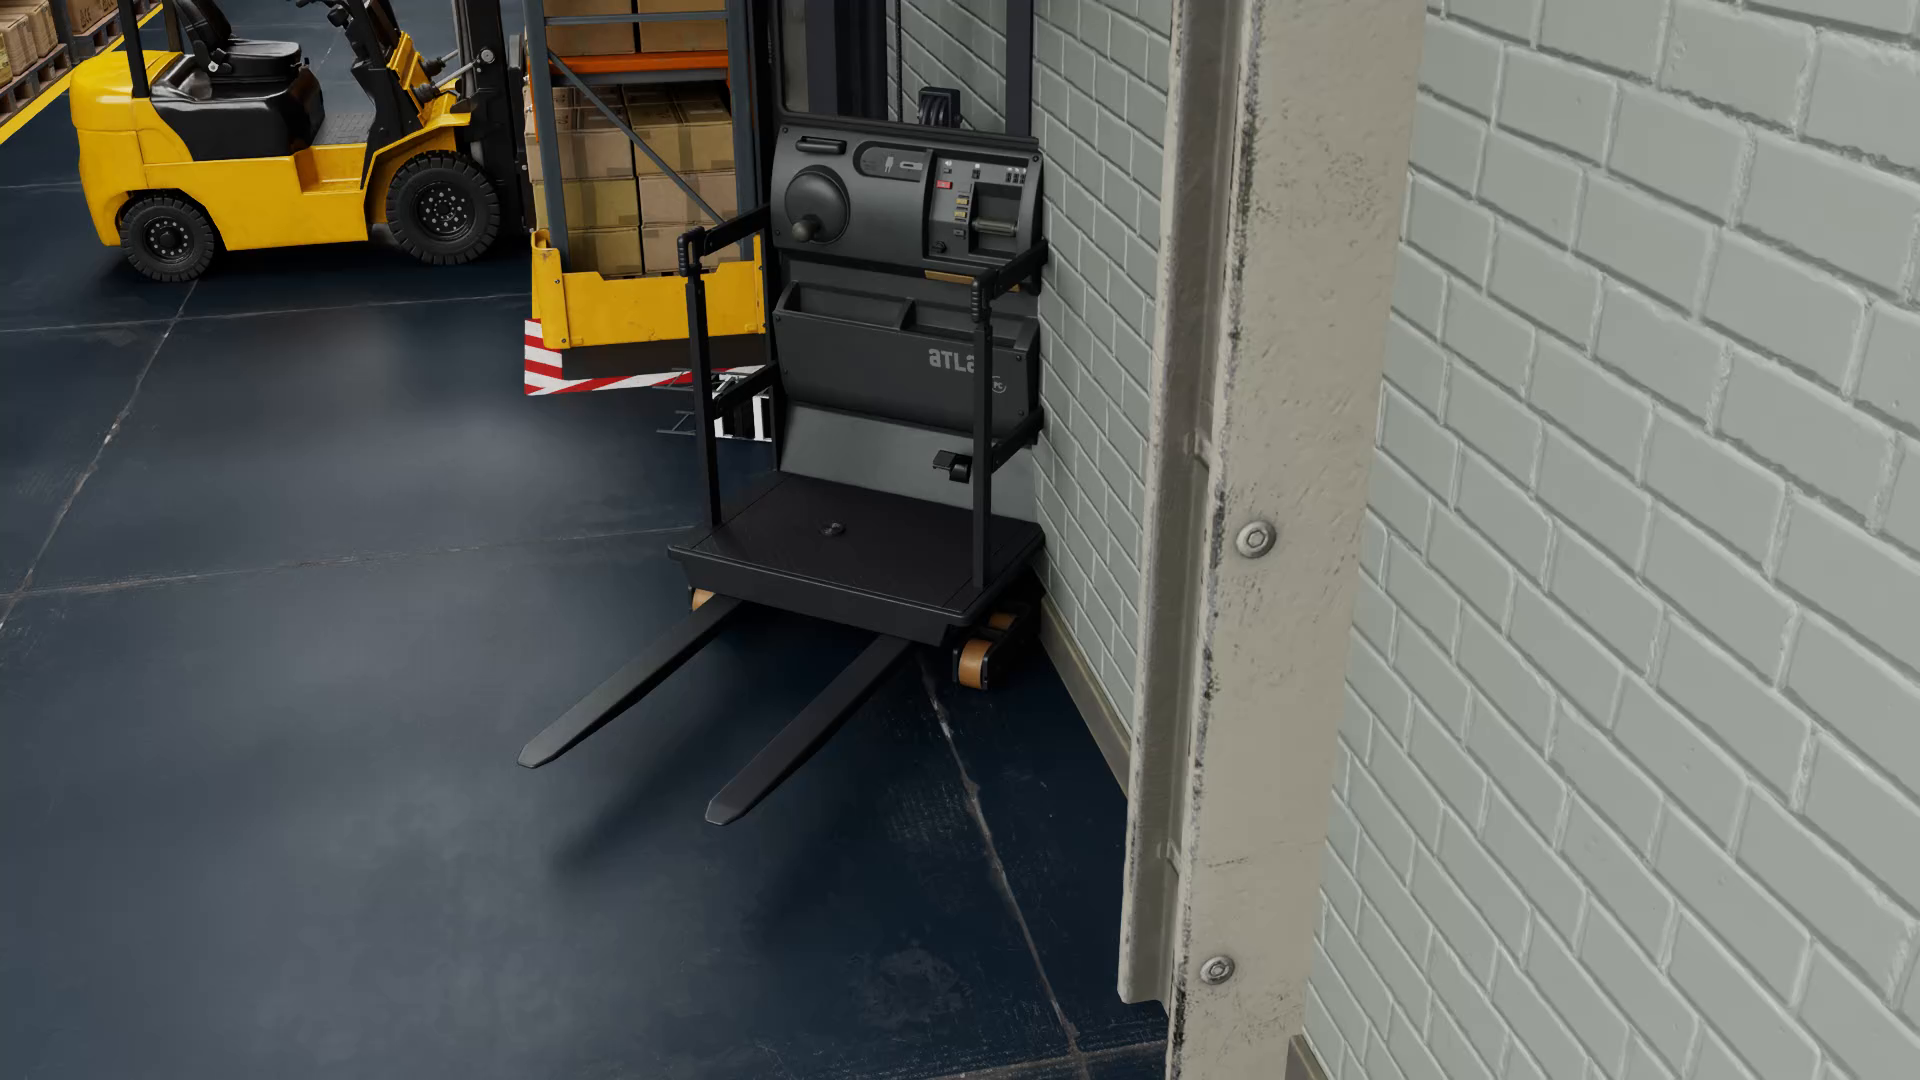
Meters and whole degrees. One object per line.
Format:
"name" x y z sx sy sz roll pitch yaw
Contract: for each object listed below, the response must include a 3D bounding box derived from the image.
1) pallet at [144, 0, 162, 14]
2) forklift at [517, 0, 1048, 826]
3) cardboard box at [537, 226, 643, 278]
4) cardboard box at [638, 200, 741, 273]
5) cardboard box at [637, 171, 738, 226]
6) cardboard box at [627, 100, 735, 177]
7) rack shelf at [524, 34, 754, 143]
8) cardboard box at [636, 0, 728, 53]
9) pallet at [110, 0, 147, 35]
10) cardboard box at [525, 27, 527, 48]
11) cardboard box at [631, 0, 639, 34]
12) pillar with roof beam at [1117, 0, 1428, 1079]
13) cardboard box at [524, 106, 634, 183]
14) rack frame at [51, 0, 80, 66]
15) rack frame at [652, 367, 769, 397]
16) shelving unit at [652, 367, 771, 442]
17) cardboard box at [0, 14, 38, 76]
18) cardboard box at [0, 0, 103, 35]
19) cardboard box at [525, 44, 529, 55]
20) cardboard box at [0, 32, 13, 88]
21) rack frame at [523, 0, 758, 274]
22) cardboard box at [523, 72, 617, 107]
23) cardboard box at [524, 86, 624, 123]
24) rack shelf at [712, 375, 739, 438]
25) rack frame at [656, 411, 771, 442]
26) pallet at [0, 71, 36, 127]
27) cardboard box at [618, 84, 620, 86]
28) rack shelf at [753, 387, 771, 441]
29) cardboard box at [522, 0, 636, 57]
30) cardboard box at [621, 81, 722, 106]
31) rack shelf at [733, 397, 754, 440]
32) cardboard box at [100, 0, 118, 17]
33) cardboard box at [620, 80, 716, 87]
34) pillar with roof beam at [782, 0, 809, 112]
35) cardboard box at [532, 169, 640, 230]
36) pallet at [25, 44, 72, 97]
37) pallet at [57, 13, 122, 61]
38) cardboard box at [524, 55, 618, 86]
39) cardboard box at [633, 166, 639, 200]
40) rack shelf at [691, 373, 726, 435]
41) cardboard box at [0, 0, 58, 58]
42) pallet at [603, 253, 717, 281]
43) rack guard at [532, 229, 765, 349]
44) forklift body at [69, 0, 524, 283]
"pallet" -8.787 -5.593 17.097 1.003 0.211 1.213 -6 27 -12
"forklift" -0.267 -1.054 5.084 1.130 2.935 3.031 12 29 22
"cardboard box" -1.909 -1.541 8.560 0.500 0.250 0.500 -6 27 -11
"cardboard box" -1.415 -1.602 8.681 0.500 0.250 0.500 -6 27 -11
"cardboard box" -1.398 -1.818 8.553 0.500 0.250 0.500 -5 27 -11
"cardboard box" -1.419 -2.043 8.445 0.500 0.250 0.500 -6 27 -12
"rack shelf" -1.946 -2.964 9.591 1.077 0.370 4.000 -6 27 -12
"cardboard box" -1.336 -2.697 8.154 0.500 0.500 0.500 -5 27 -10
"pallet" -8.509 -5.057 16.034 1.003 0.211 1.213 -6 27 -12
"cardboard box" -2.488 -3.100 10.538 0.500 0.250 0.500 -6 27 -12
"cardboard box" -1.475 -2.924 8.603 0.500 0.500 0.500 -5 27 -10
"pillar with roof beam" -3.616 -2.411 1.040 9.100 9.000 0.400 -6 27 -12
"cardboard box" -1.902 -1.984 8.327 0.500 0.250 0.500 -5 27 -10
"rack frame" -8.133 -5.413 13.646 1.000 3.000 0.127 -6 27 -12
"rack frame" -0.845 -0.659 7.089 0.900 0.006 0.240 5 27 12
"shelving unit" -0.844 -0.568 7.135 0.900 0.210 0.258 5 27 12
"cardboard box" -7.841 -3.855 13.010 0.950 0.372 0.625 -6 27 -13
"cardboard box" -8.208 -4.964 14.648 0.875 0.875 0.875 -6 27 -12
"cardboard box" -2.364 -2.882 10.107 0.500 0.250 0.500 -5 27 -10
"cardboard box" -7.676 -3.522 12.349 0.950 0.372 0.625 -5 27 -10
"rack frame" -1.495 -2.407 7.690 1.000 3.000 0.127 -6 27 -12
"cardboard box" -2.147 -2.428 9.207 0.500 0.250 0.500 -6 27 -11
"cardboard box" -2.023 -2.207 8.770 0.500 0.250 0.500 -5 27 -11
"rack shelf" -0.987 -0.582 7.164 0.077 0.200 0.258 5 27 12
"rack frame" -0.843 -0.478 7.180 0.900 0.006 0.240 5 27 12
"pallet" -7.687 -3.291 12.535 1.003 0.211 1.213 -6 27 -12
"cardboard box" -1.746 -2.709 9.764 0.500 0.250 0.500 -6 27 -13
"rack shelf" -0.811 -0.565 7.128 0.077 0.200 0.258 5 27 12
"cardboard box" -1.862 -2.641 8.042 0.500 0.500 0.500 -7 28 -13
"cardboard box" -1.535 -2.262 8.879 0.500 0.250 0.500 -6 27 -12
"rack shelf" -0.899 -0.574 7.146 0.077 0.200 0.258 5 27 12
"cardboard box" -8.405 -5.356 15.424 0.875 0.875 0.875 -6 27 -11
"cardboard box" -1.637 -2.483 9.316 0.500 0.250 0.500 -6 27 -12
"pillar with roof beam" -4.968 -5.045 6.259 9.100 9.000 0.400 -6 27 -12
"cardboard box" -1.909 -1.772 8.462 0.500 0.250 0.500 -6 27 -12
"pallet" -7.958 -3.825 13.594 1.003 0.211 1.213 -6 27 -12
"pallet" -8.237 -4.522 14.975 1.003 0.211 1.213 -6 27 -12
"cardboard box" -2.254 -2.651 9.649 0.500 0.250 0.500 -7 28 -13
"cardboard box" -1.522 -2.037 8.987 0.500 0.250 0.500 -6 27 -12
"rack shelf" -1.075 -0.590 7.182 0.077 0.200 0.258 5 27 12
"cardboard box" -8.015 -4.179 13.650 0.950 0.372 0.625 -8 28 -15
"pallet" -1.708 -1.494 8.975 1.003 0.211 1.213 -6 27 -12
"rack guard" -1.489 -1.280 8.232 1.175 0.500 0.348 -6 27 -12
"forklift body" -3.700 -2.675 9.163 2.313 2.155 1.214 -6 27 -12
